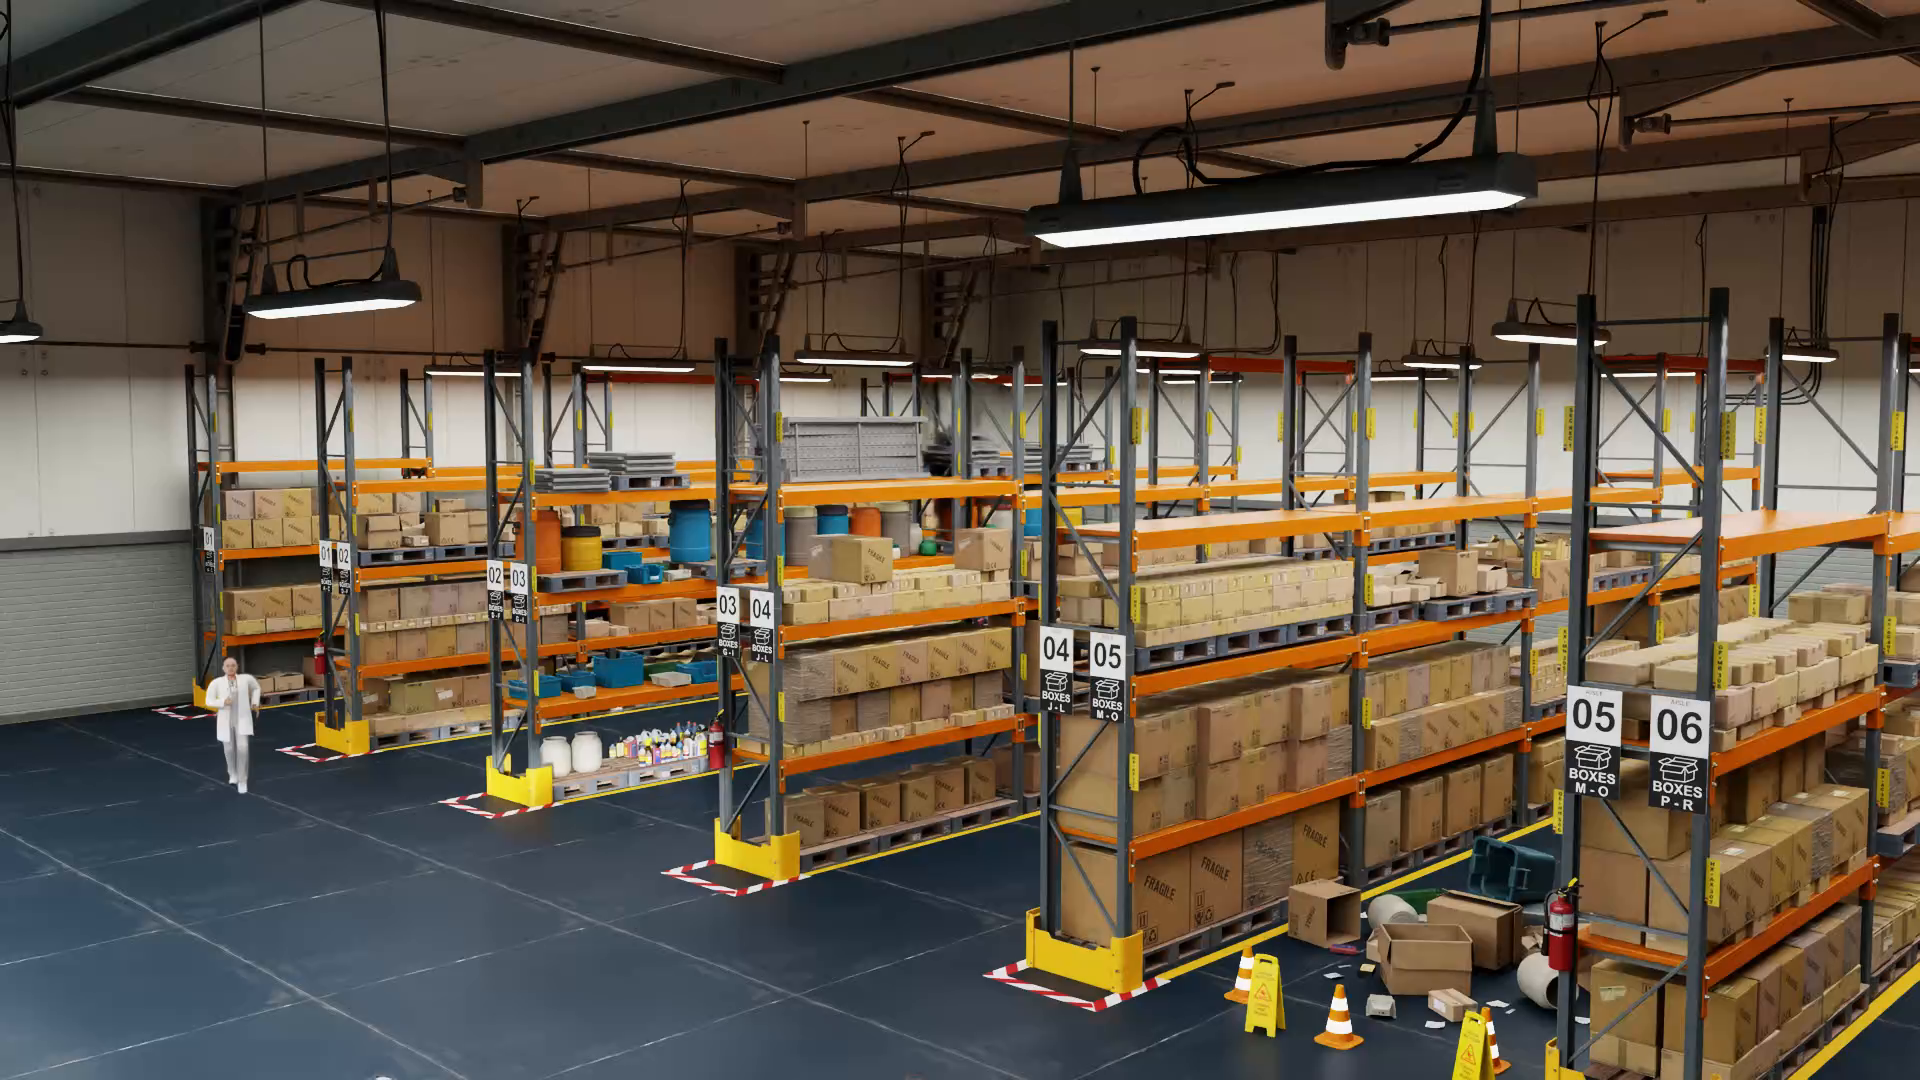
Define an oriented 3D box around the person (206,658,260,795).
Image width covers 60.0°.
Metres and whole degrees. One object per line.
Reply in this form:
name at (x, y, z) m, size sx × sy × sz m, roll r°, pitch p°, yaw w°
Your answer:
person at (-9.958, 2.523, 22.802) m, size 0.671 × 1.838 × 0.844 m, roll -2°, pitch 5°, yaw -20°
